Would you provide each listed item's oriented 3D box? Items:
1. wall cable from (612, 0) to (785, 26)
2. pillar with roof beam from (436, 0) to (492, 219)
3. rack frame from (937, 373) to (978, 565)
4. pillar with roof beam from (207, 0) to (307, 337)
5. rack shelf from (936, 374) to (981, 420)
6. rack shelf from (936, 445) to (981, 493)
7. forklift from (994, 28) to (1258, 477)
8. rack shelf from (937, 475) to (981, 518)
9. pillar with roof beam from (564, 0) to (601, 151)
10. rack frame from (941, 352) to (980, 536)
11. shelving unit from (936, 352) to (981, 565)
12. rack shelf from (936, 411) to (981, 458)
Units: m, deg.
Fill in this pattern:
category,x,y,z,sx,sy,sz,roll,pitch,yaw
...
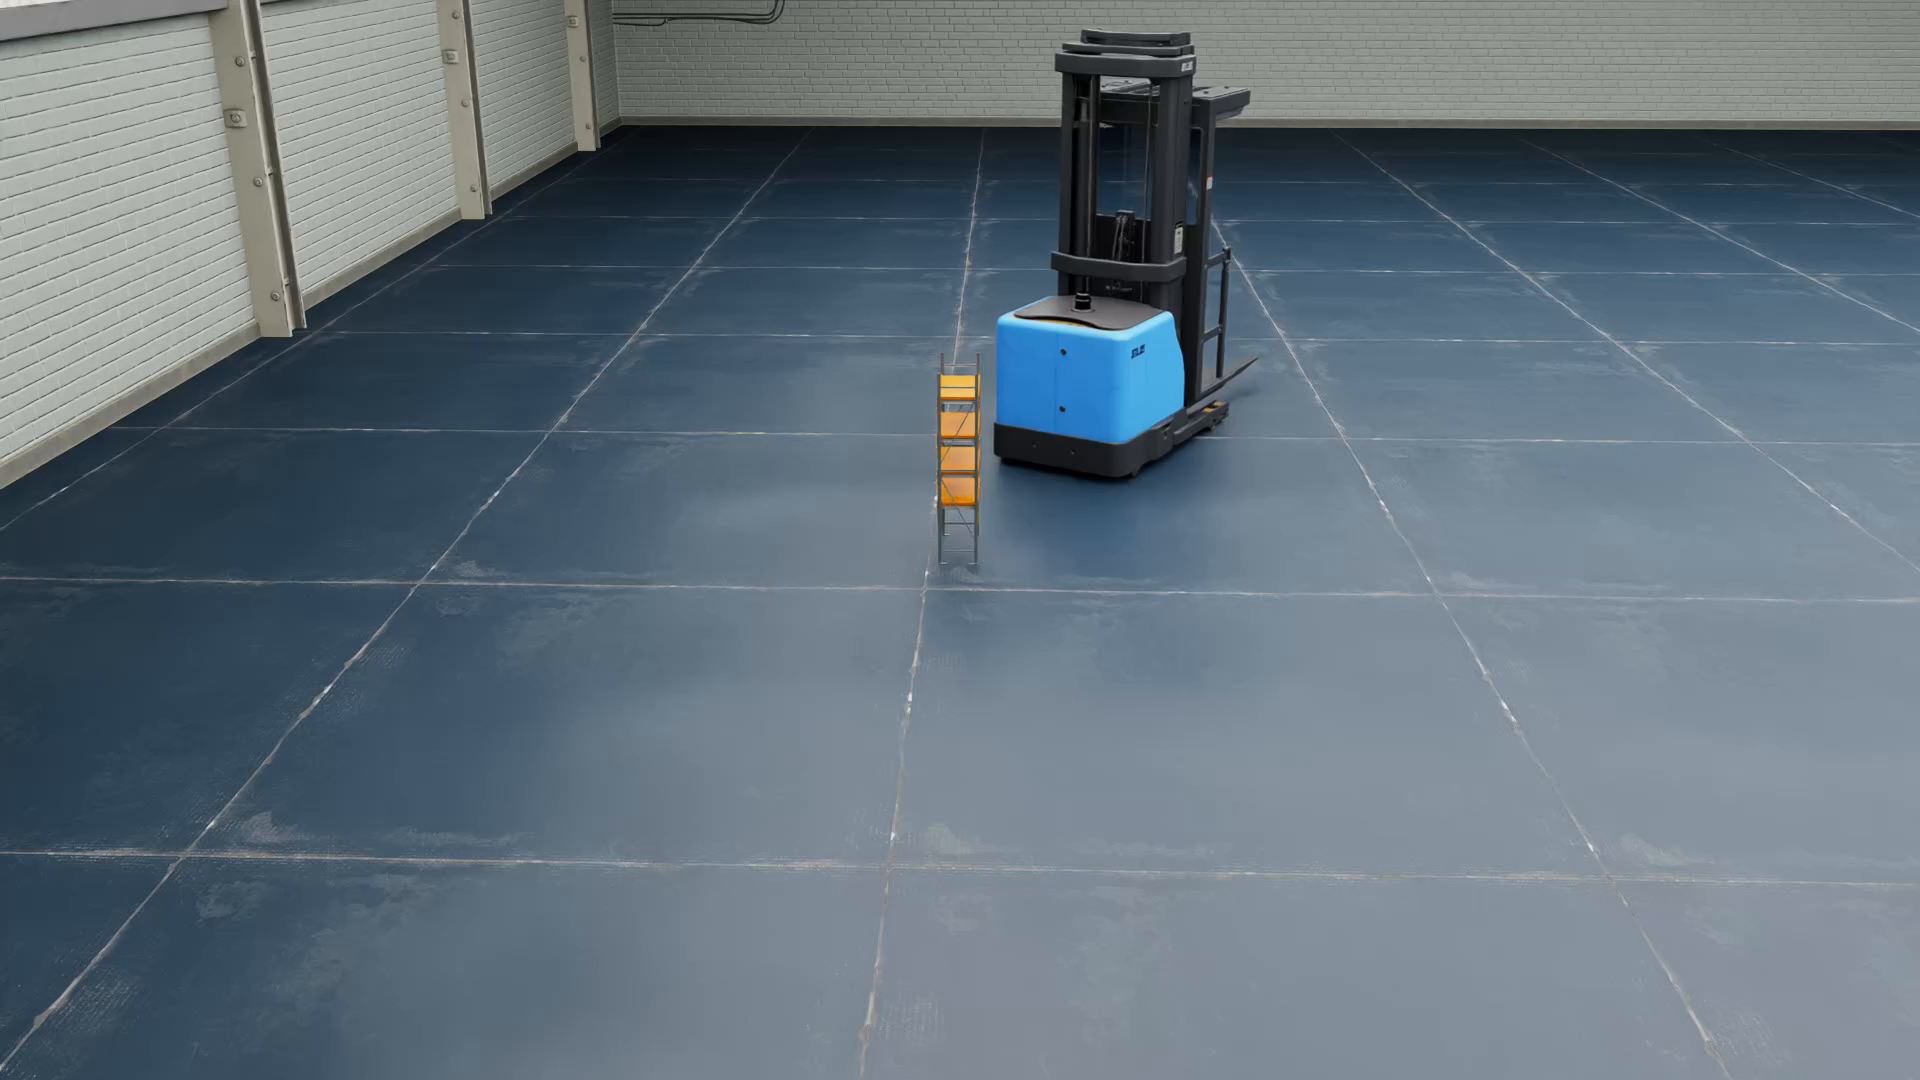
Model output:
category,x,y,z,sx,sy,sz,roll,pitch,yaw
wall cable,-4.562,-10.085,28.374,3.097,2.526,0.112,1,21,2
pillar with roof beam,-1.852,-8.266,19.392,9.100,9.000,0.400,1,21,2
rack frame,-0.012,-0.411,9.930,0.240,1.200,0.015,1,21,2
pillar with roof beam,-2.035,-6.096,13.801,9.100,9.000,0.400,1,21,2
rack shelf,-0.005,-0.866,10.015,0.258,0.148,0.480,1,21,2
rack shelf,-0.005,-0.437,10.182,0.258,0.148,0.480,1,21,2
forklift,1.427,-2.285,12.367,1.130,2.935,3.031,12,24,28
rack shelf,-0.005,-0.252,10.254,0.258,0.148,0.480,1,21,2
pillar with roof beam,-1.670,-10.435,24.983,9.100,9.000,0.400,1,21,2
rack frame,0.002,-0.588,10.385,0.240,1.200,0.015,1,21,2
shelving unit,-0.005,-0.500,10.158,0.258,1.200,0.503,1,21,2
rack shelf,-0.005,-0.645,10.101,0.258,0.148,0.480,1,21,2
